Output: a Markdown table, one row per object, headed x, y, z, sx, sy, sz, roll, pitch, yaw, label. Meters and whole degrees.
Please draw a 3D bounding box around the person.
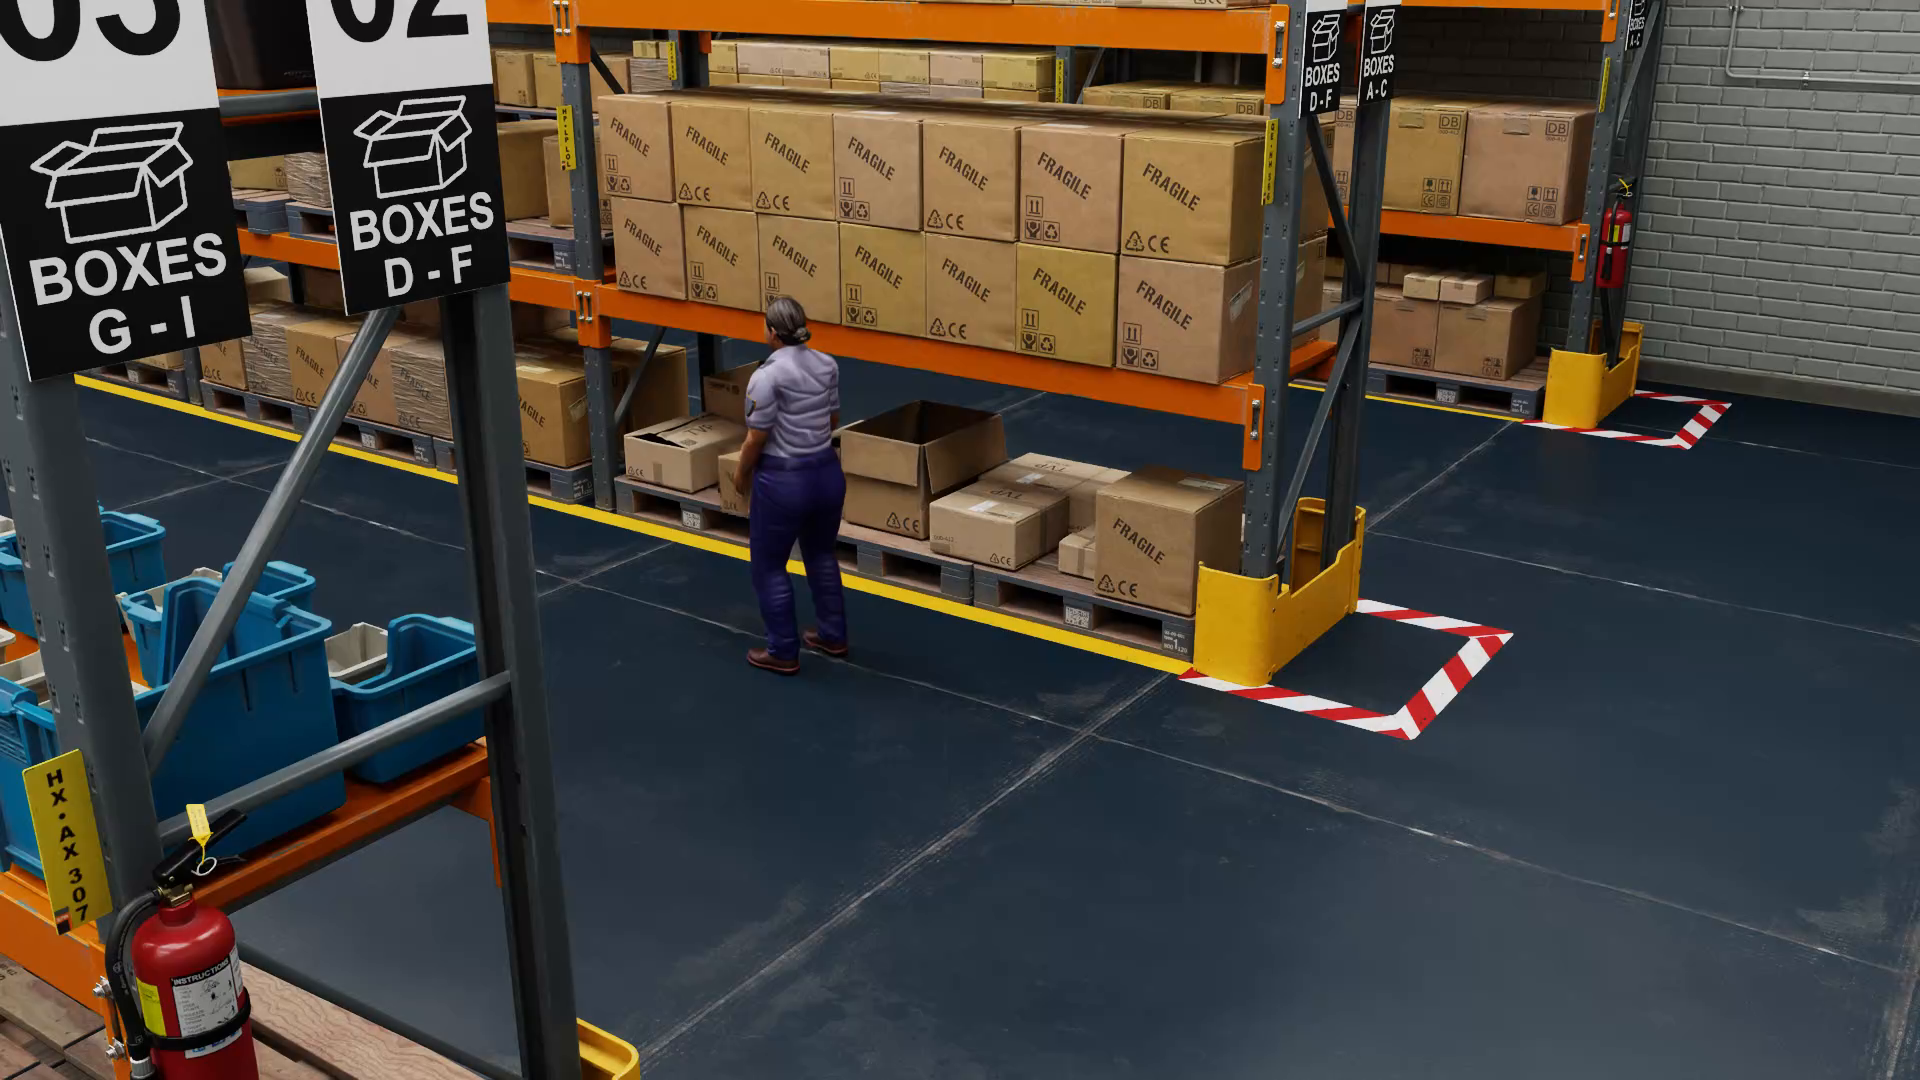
| x | y | z | sx | sy | sz | roll | pitch | yaw | label |
| --- | --- | --- | --- | --- | --- | --- | --- | --- | --- |
| -0.751 | -0.248 | 7.262 | 0.506 | 1.656 | 0.389 | -18 | 27 | -41 | person |
